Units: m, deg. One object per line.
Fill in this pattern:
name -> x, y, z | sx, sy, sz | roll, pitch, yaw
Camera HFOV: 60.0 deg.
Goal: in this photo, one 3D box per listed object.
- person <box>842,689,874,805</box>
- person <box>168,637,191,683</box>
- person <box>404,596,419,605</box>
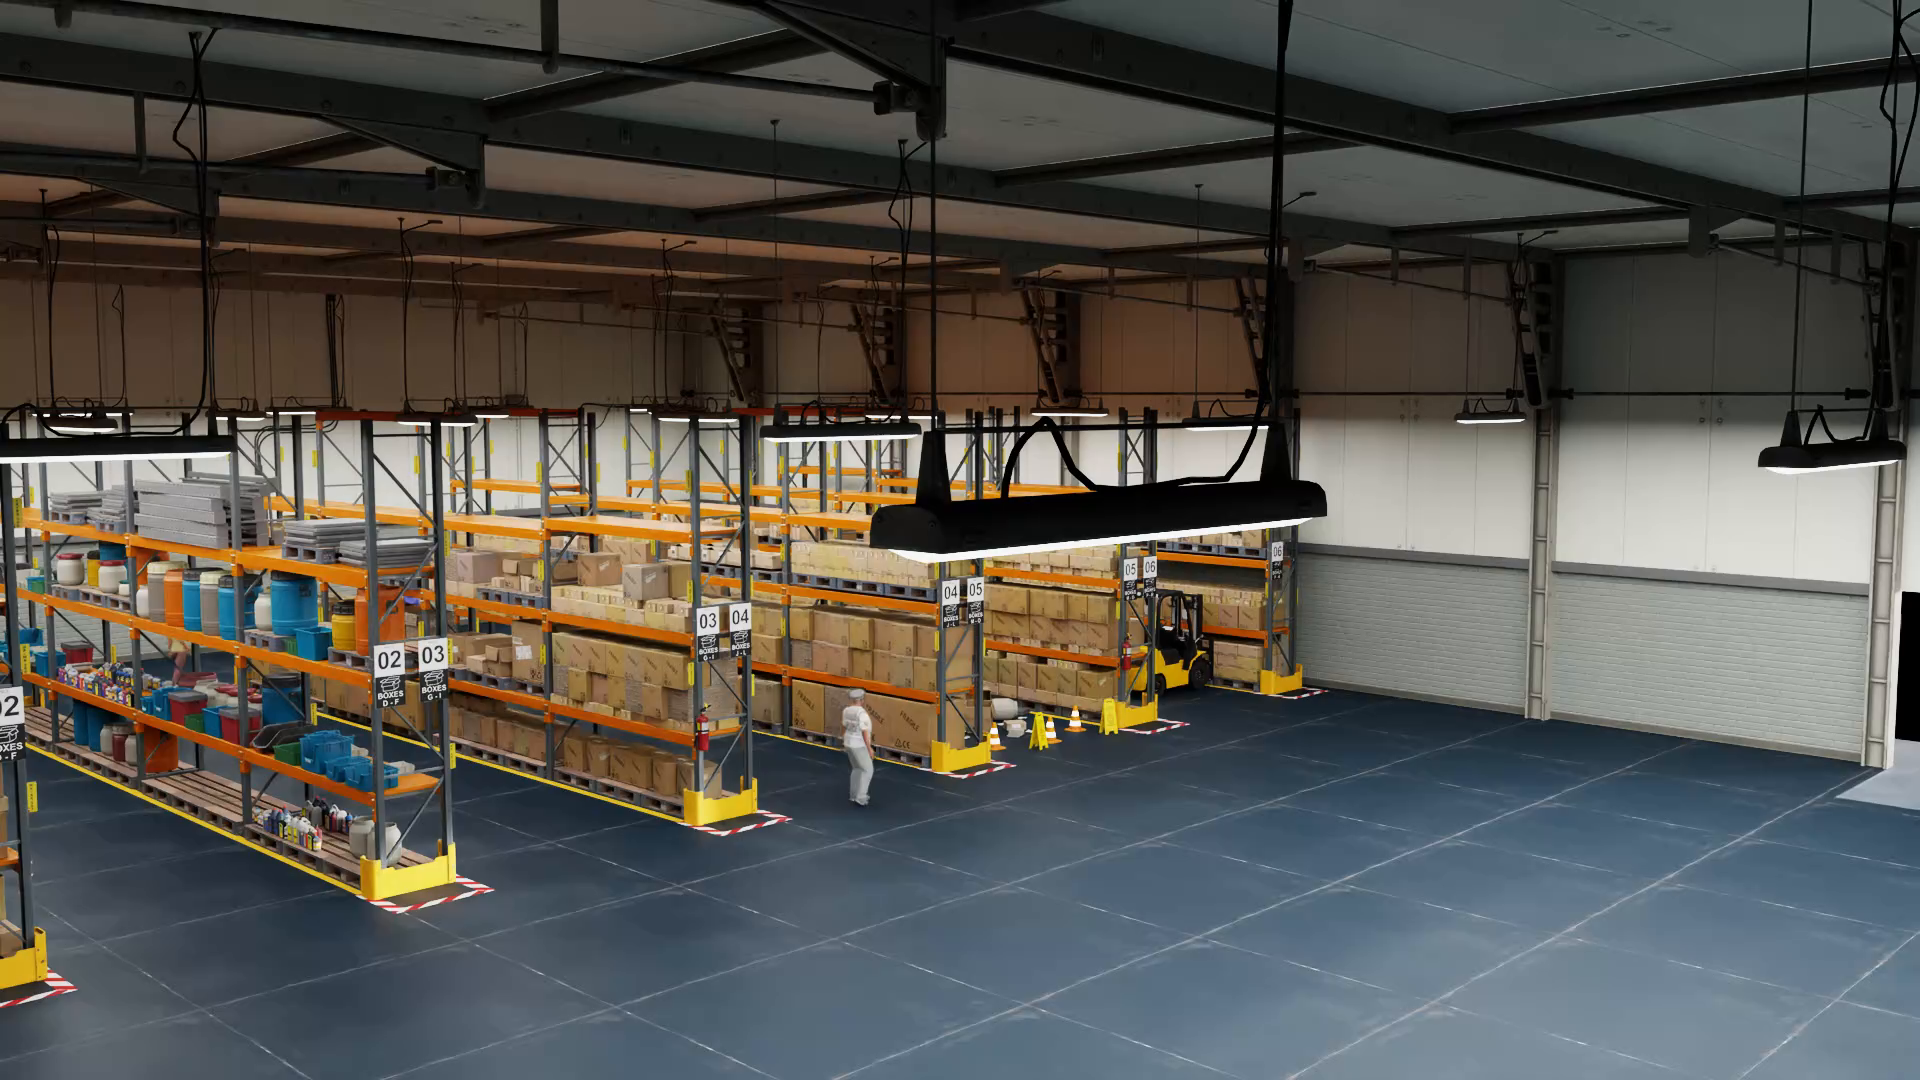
person -> -1.580, 3.228, 25.762 | 0.419, 1.847, 0.586 | -3, 6, -29
person -> -16.457, 2.388, 35.124 | 0.539, 1.675, 0.762 | 1, 5, 9
person -> -13.473, 1.915, 40.760 | 0.526, 1.605, 0.952 | -2, 5, -19
